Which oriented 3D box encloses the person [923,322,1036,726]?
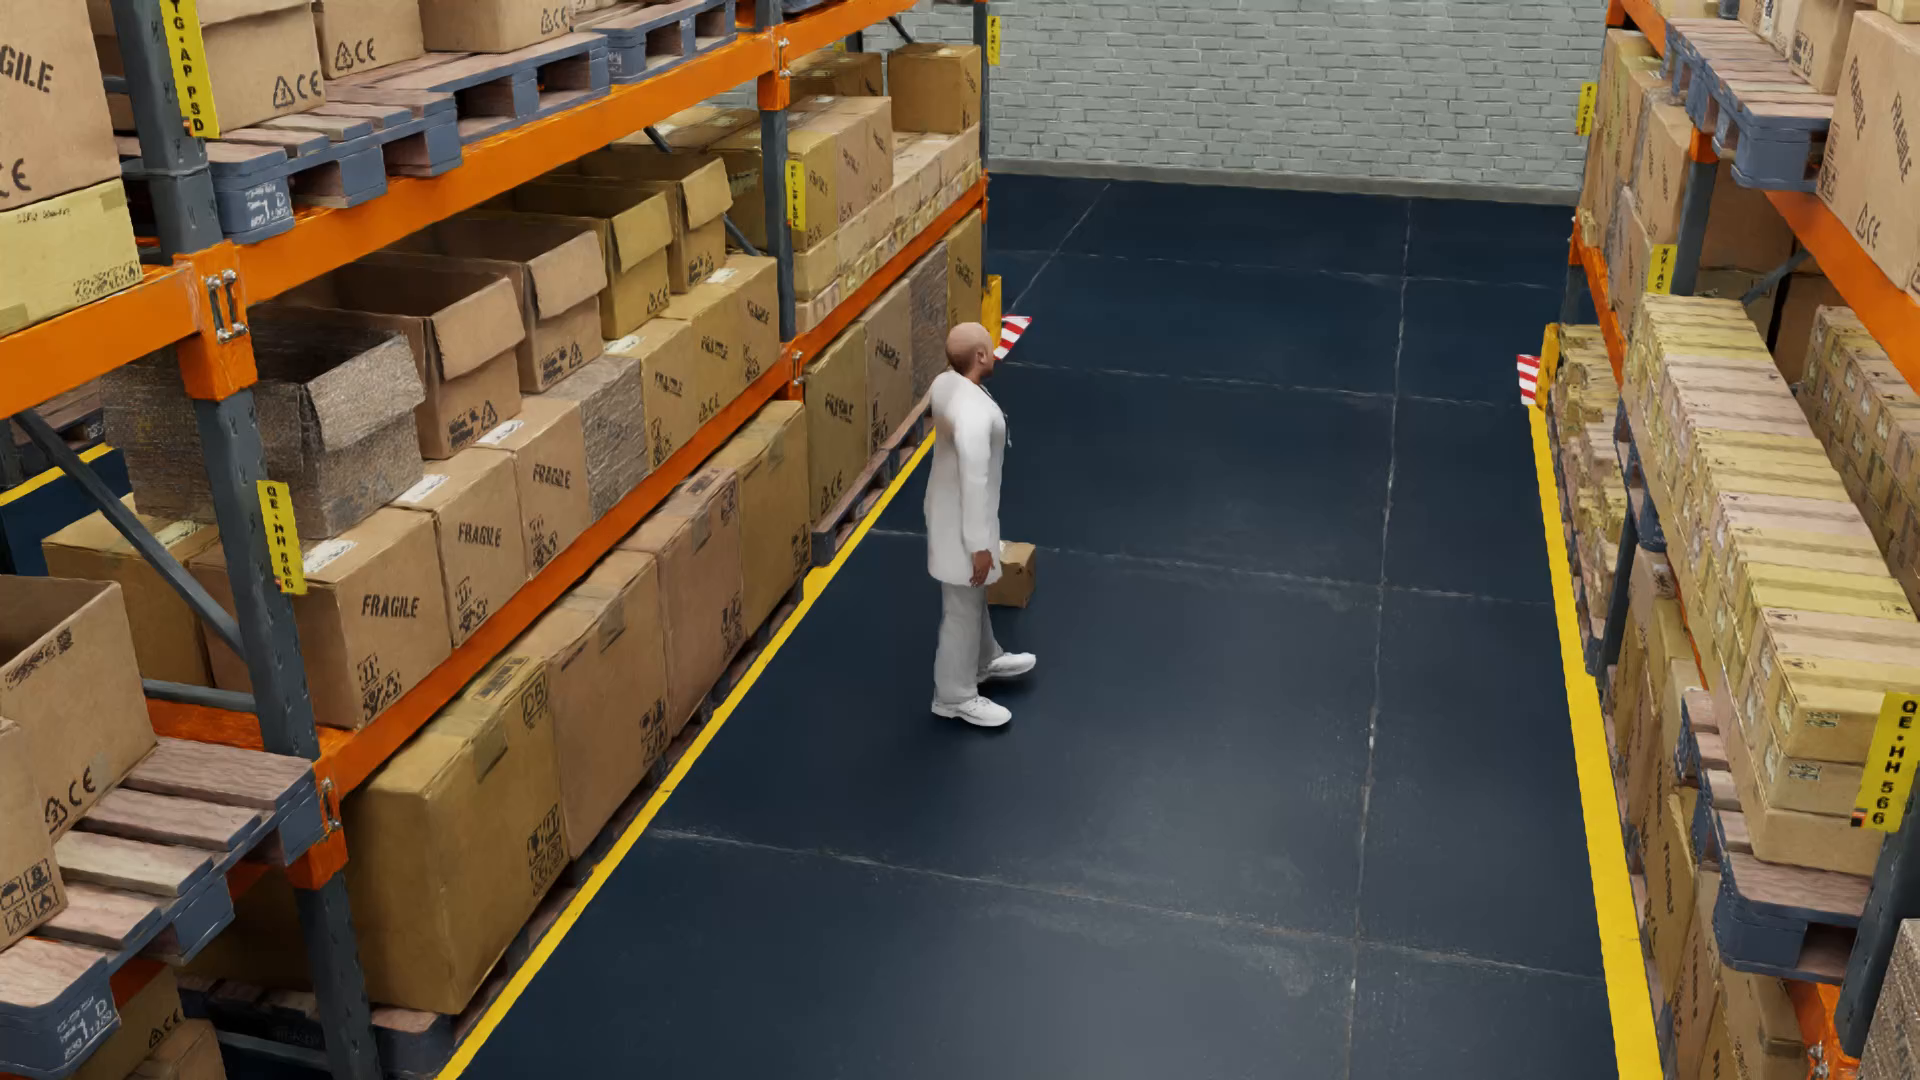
[{"bbox_3d":[0.121,-0.083,7.244,0.555,1.789,0.662,-6,26,-13],"label":"person"}]
